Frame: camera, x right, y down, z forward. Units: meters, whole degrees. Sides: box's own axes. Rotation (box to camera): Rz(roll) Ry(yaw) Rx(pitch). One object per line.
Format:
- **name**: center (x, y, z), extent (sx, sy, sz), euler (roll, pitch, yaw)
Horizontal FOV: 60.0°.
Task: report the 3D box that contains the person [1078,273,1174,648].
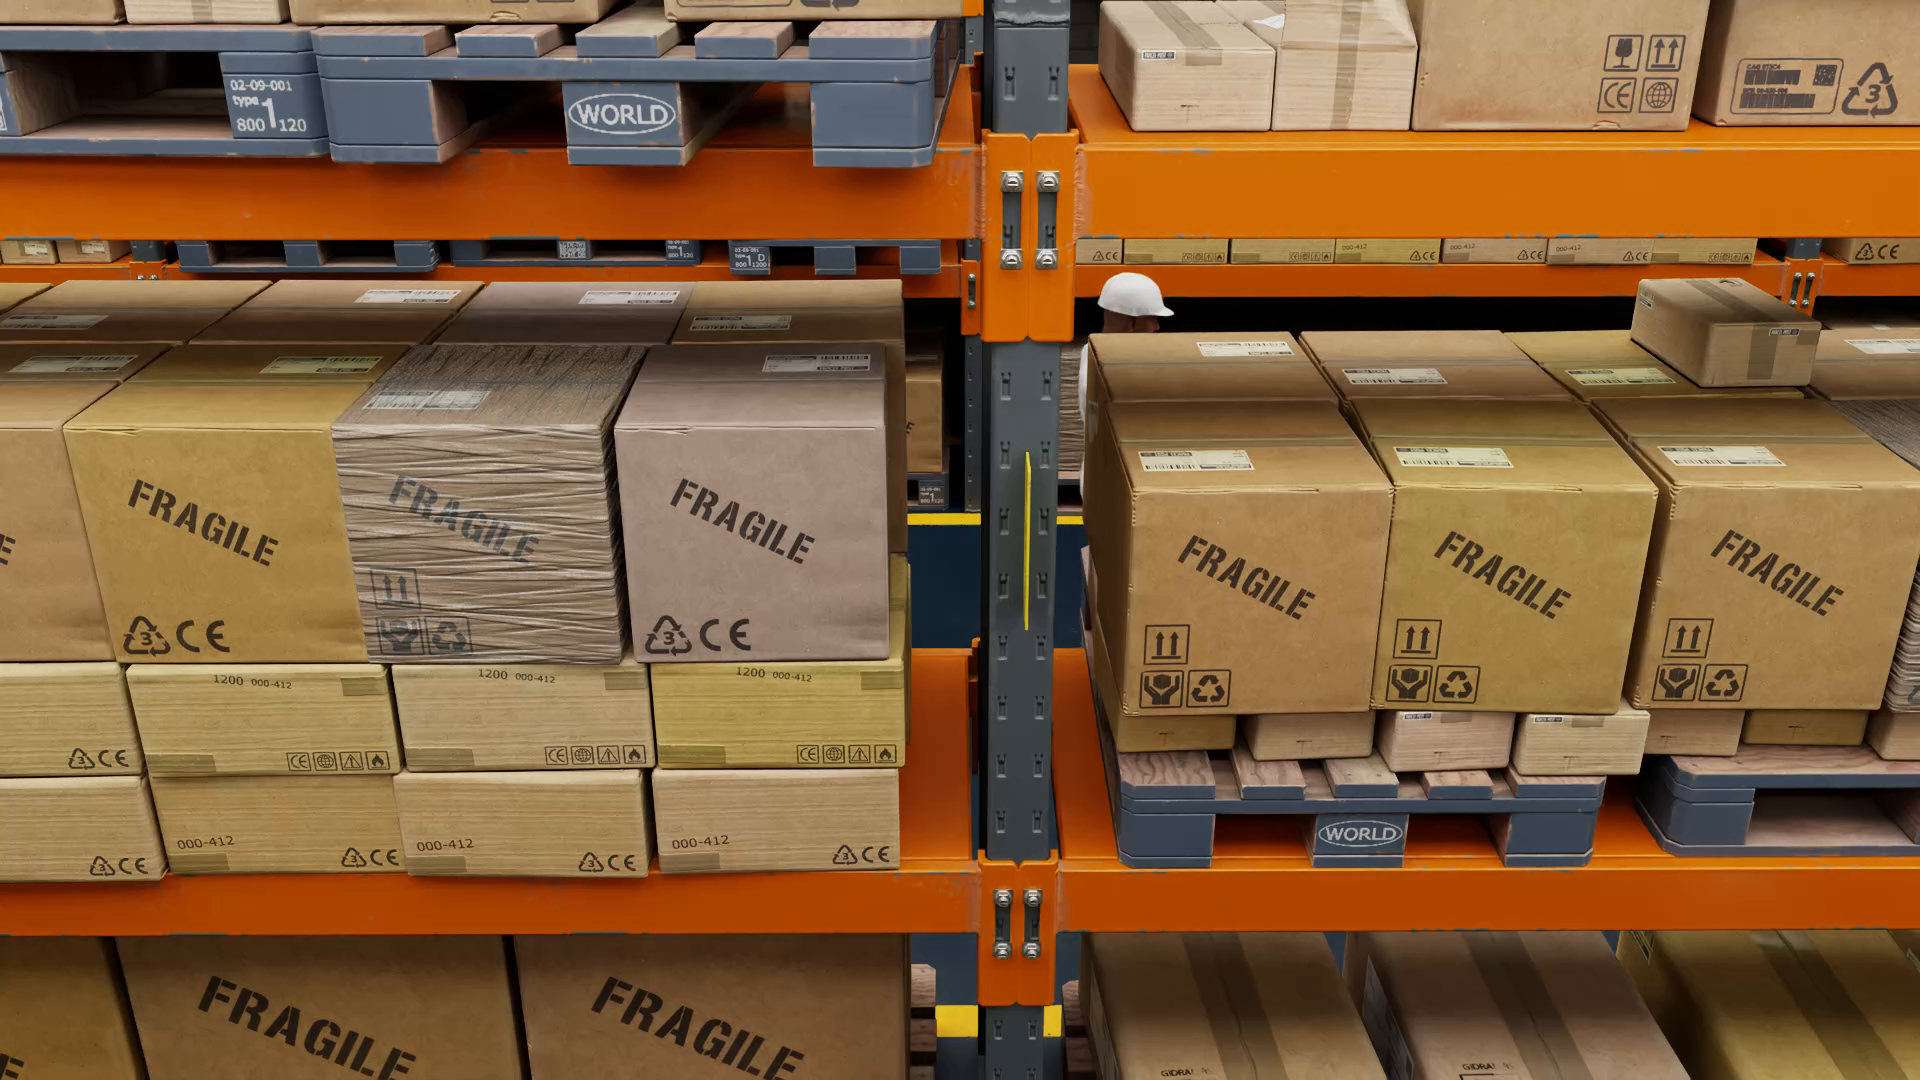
- **person**: center (0.626, -0.171, 6.469), extent (0.364, 1.769, 0.566), euler (0, 24, 1)
